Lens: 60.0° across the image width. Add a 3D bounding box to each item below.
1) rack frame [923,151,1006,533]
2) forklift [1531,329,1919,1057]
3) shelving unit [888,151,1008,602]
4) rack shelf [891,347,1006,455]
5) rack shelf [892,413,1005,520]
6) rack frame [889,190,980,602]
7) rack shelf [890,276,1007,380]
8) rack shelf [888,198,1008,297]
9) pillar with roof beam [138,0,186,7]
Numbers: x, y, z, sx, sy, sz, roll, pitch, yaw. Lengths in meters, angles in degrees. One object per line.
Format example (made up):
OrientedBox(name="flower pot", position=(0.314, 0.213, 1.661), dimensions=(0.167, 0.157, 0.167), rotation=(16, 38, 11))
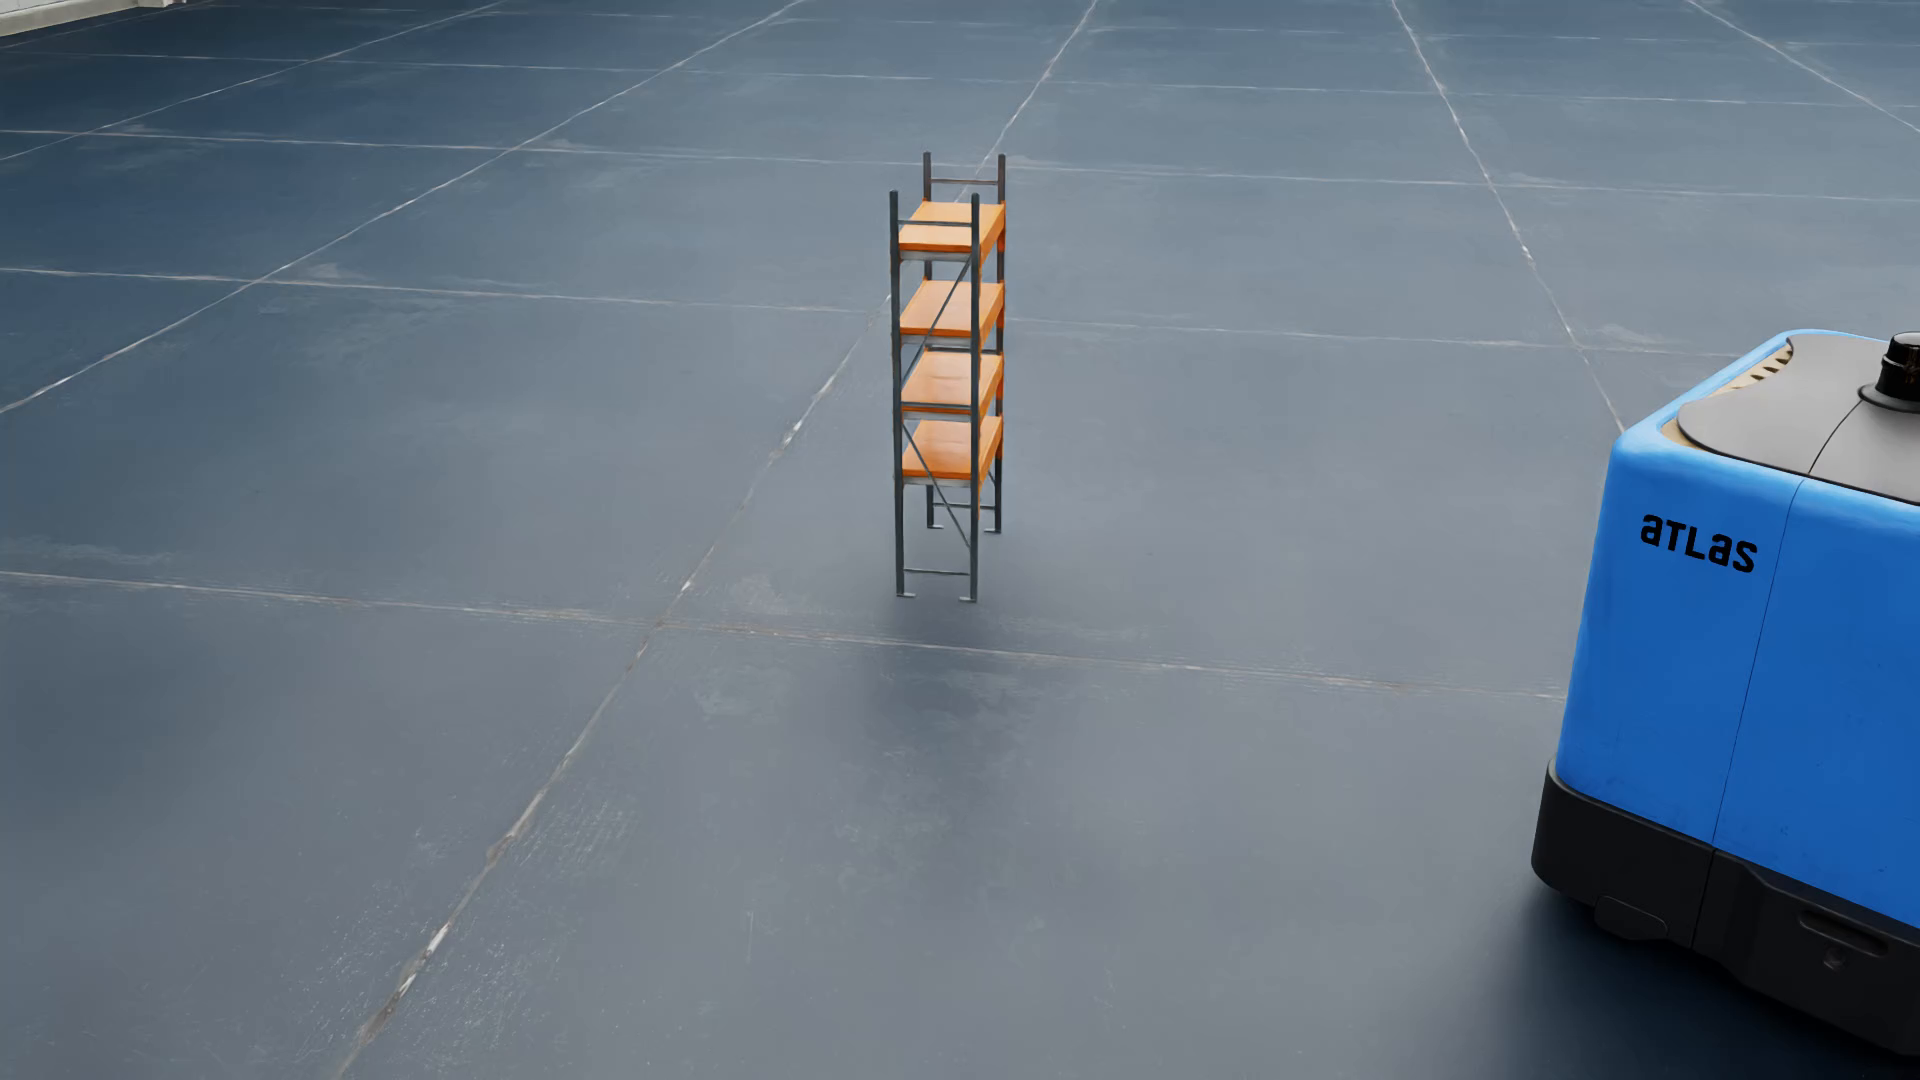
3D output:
OrientedBox(name="rack frame", position=(0.013, -0.576, 5.066), dimensions=(0.240, 1.200, 0.015), rotation=(4, 25, 9))
OrientedBox(name="forklift", position=(2.649, -0.275, 2.380), dimensions=(3.031, 2.935, 1.130), rotation=(22, 33, 38))
OrientedBox(name="shelving unit", position=(-0.027, -0.474, 4.848), dimensions=(0.258, 1.200, 0.503), rotation=(4, 25, 9))
OrientedBox(name="rack shelf", position=(-0.027, -0.413, 4.876), dimensions=(0.258, 0.148, 0.480), rotation=(4, 25, 9))
OrientedBox(name="rack shelf", position=(-0.027, -0.233, 4.960), dimensions=(0.258, 0.148, 0.480), rotation=(4, 25, 9))
OrientedBox(name="rack frame", position=(-0.067, -0.372, 4.630), dimensions=(0.240, 1.200, 0.015), rotation=(4, 25, 9))
OrientedBox(name="rack shelf", position=(-0.027, -0.616, 4.781), dimensions=(0.258, 0.148, 0.480), rotation=(4, 25, 9))
OrientedBox(name="rack shelf", position=(-0.027, -0.830, 4.681), dimensions=(0.258, 0.148, 0.480), rotation=(4, 25, 9))
OrientedBox(name="pillar with roof beam", position=(-3.839, -9.200, 14.290), dimensions=(9.100, 9.000, 0.400), rotation=(4, 25, 9))
